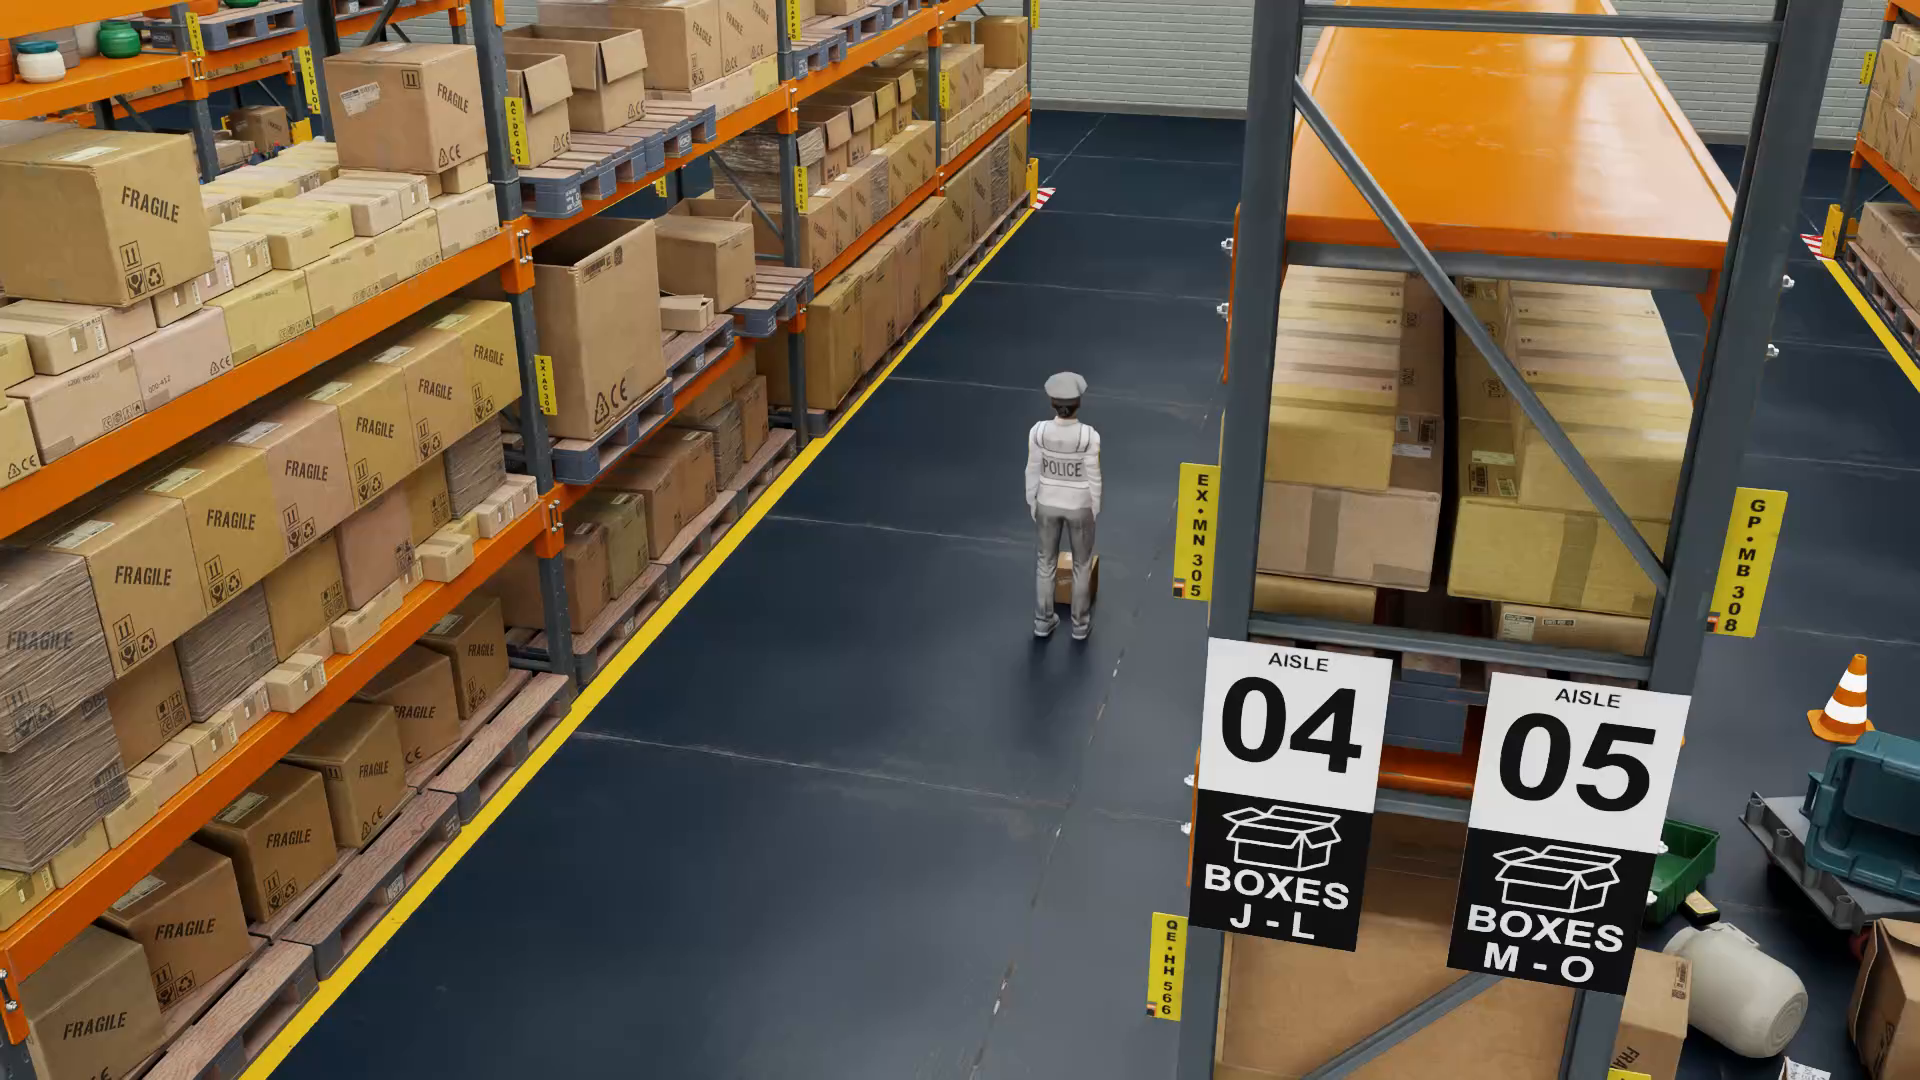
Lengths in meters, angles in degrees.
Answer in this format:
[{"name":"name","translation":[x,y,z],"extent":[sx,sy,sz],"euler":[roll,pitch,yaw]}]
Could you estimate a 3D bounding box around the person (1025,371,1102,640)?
[{"name":"person","translation":[0.624,-0.198,10.014],"extent":[0.465,1.680,0.340],"euler":[7,26,14]}]
